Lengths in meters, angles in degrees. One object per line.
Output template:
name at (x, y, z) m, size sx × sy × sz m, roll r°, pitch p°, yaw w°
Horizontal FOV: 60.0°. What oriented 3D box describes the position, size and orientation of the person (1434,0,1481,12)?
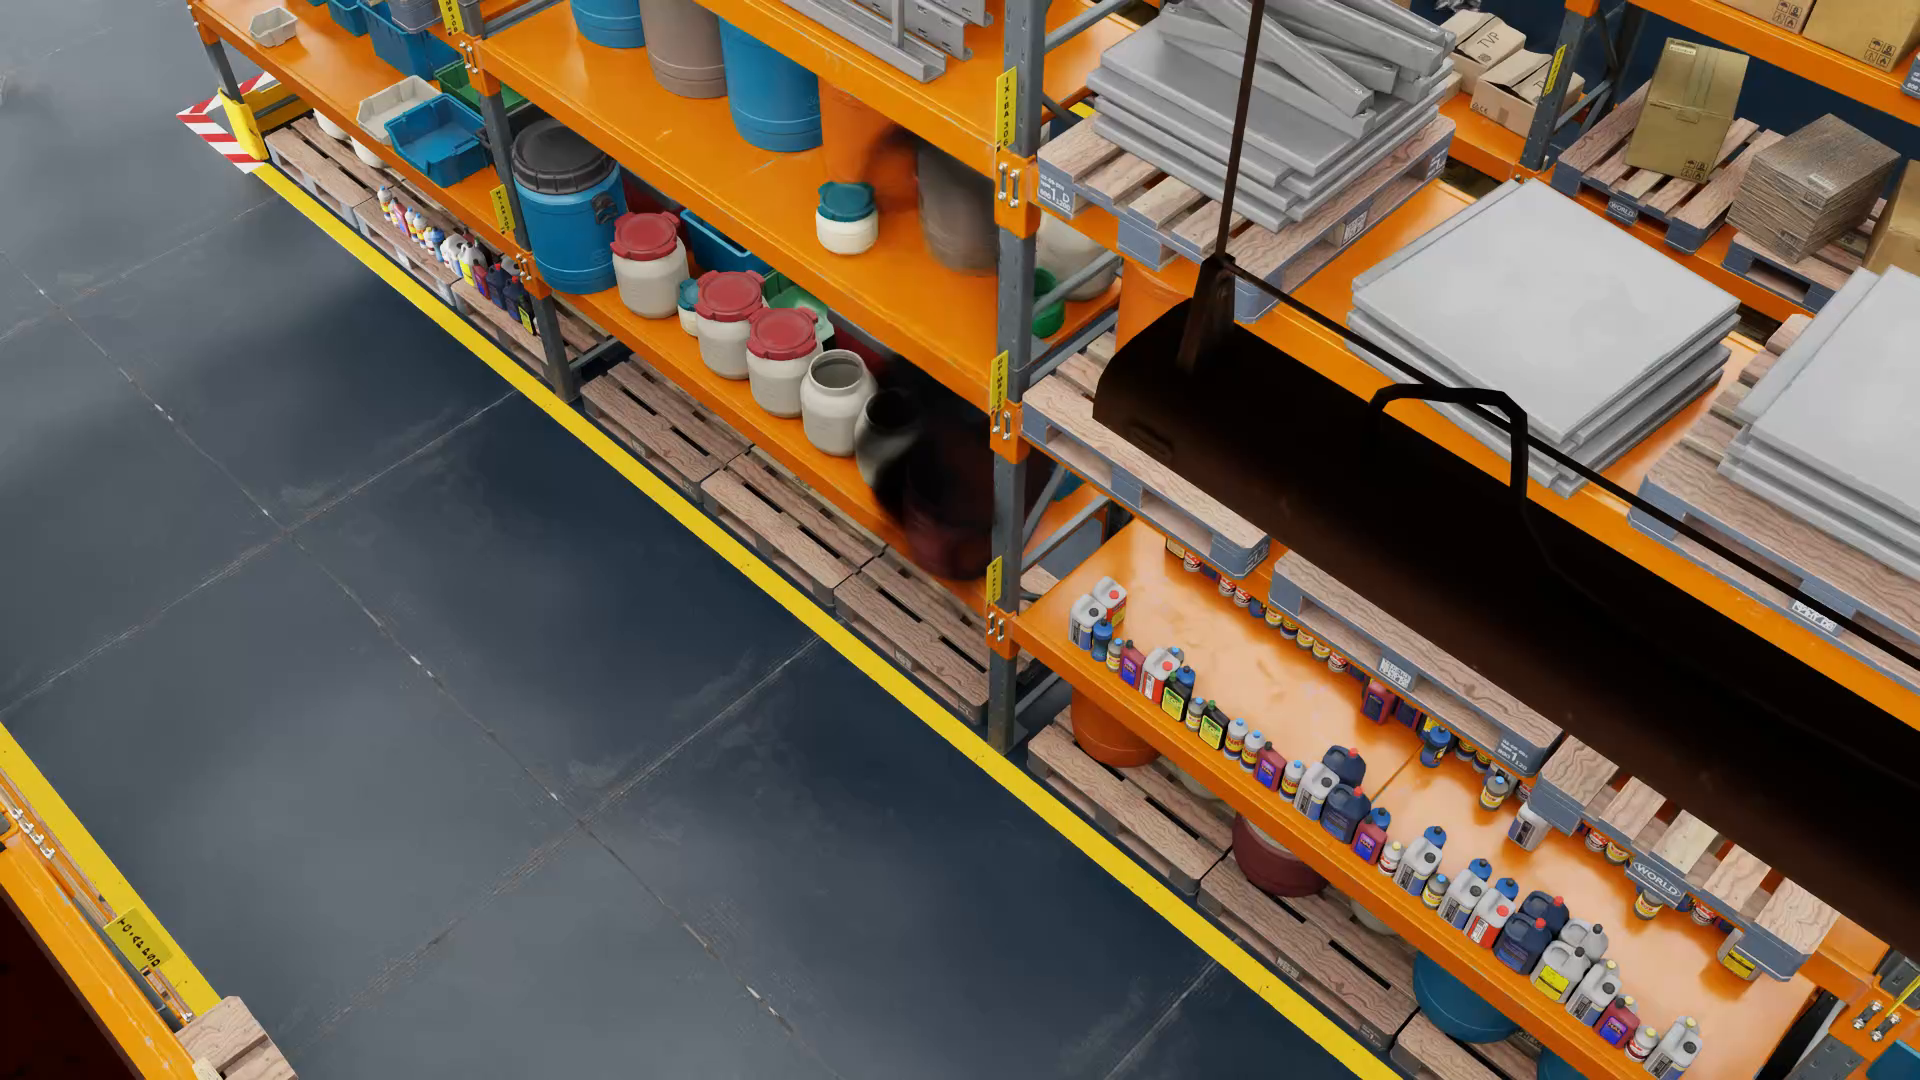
person at (4.110, -5.059, 13.581) m, size 0.633 × 1.570 × 0.510 m, roll 33°, pitch 57°, yaw 24°
